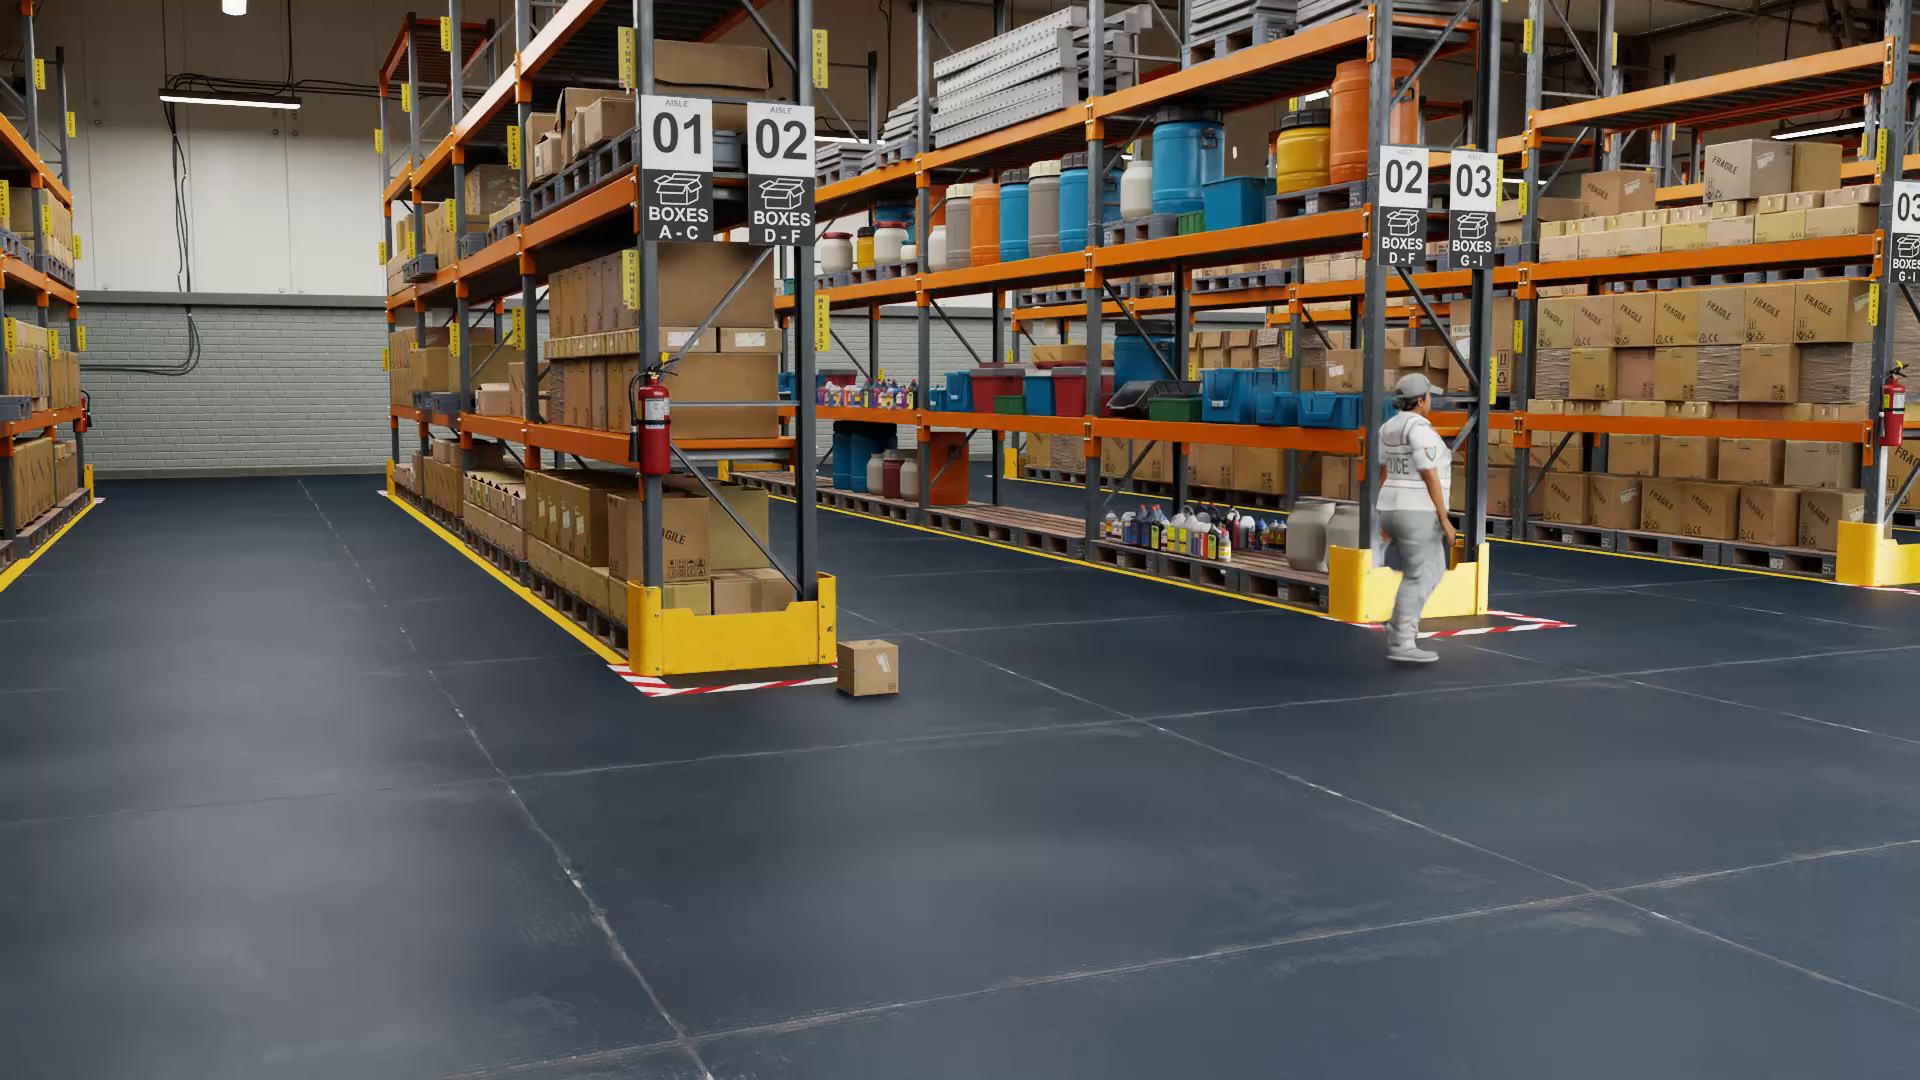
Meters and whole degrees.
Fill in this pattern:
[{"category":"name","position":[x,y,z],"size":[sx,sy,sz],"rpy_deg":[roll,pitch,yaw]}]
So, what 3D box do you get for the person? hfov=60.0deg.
[{"category":"person","position":[2.662,-0.109,9.565],"size":[0.447,1.694,0.477],"rpy_deg":[-1,6,-10]}]
